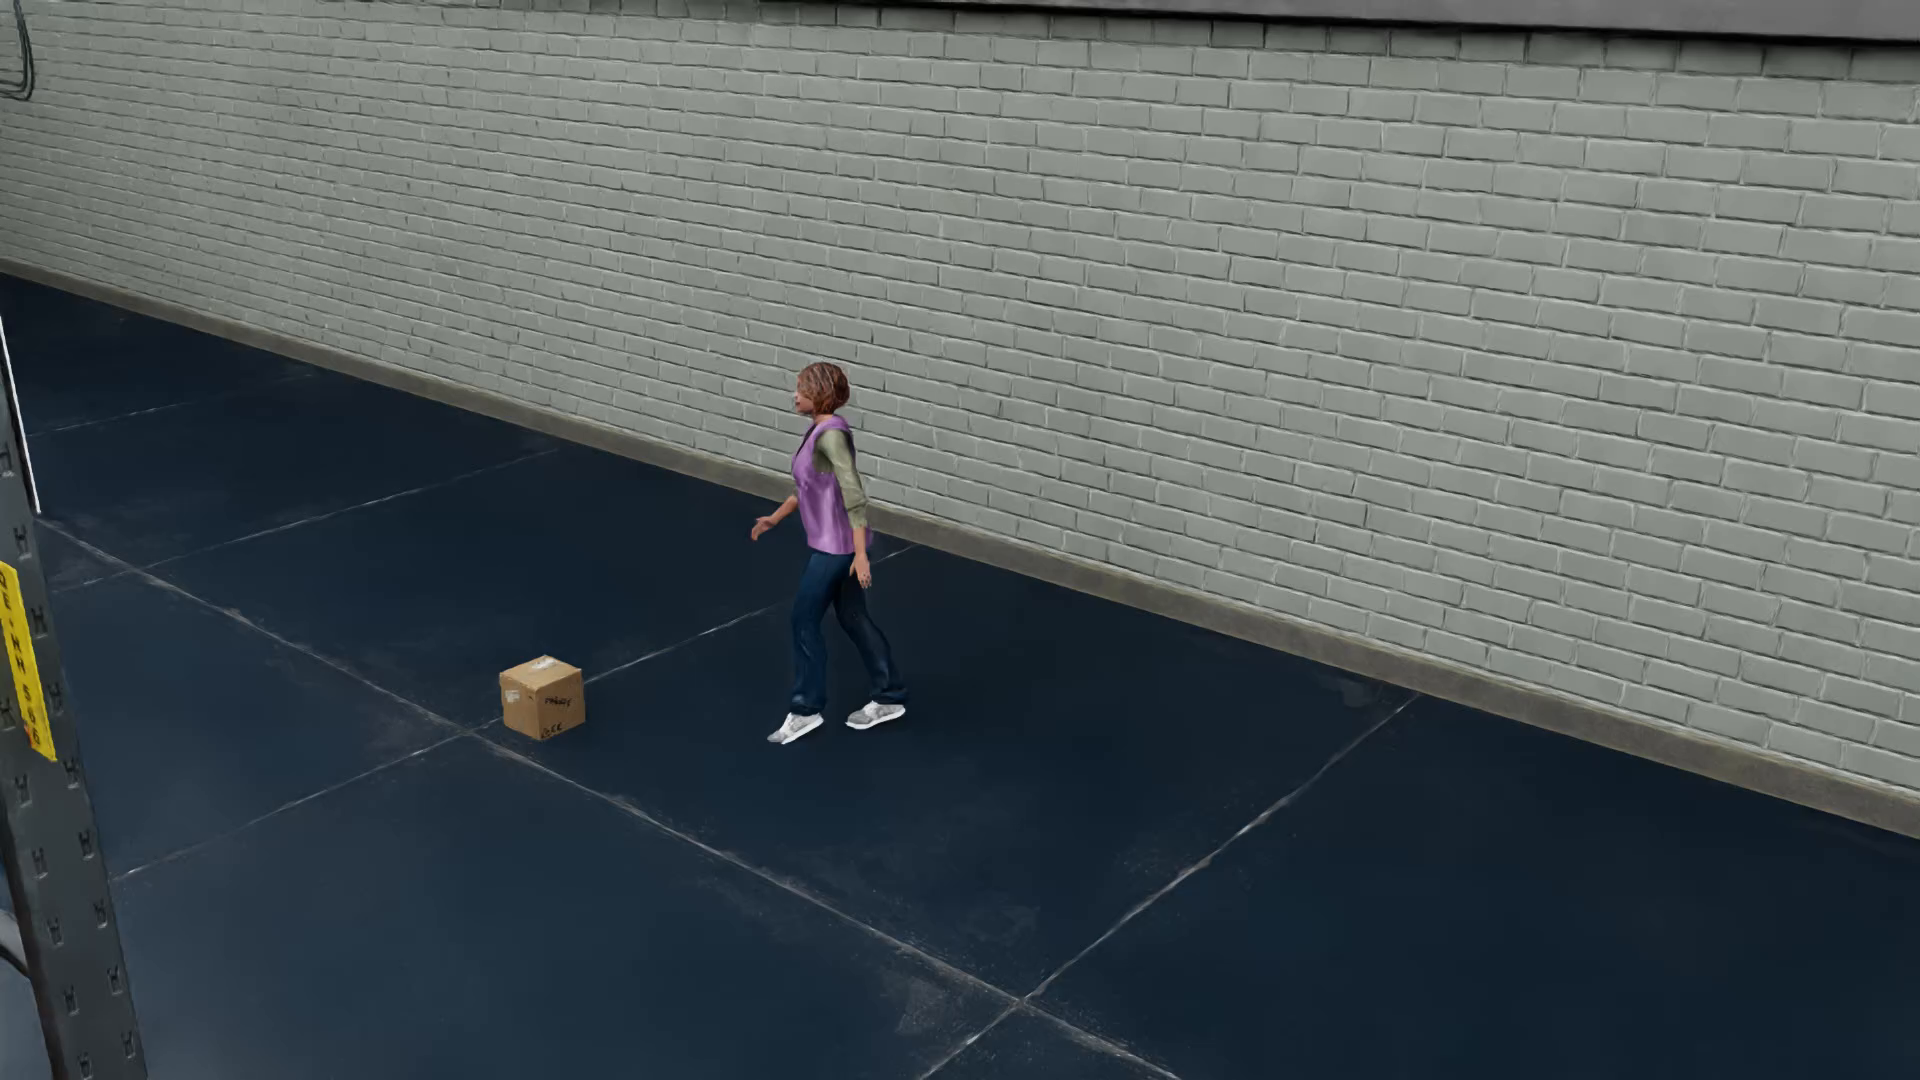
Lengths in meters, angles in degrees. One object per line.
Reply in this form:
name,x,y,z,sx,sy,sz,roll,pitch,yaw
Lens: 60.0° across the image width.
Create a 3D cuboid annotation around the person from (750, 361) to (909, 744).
person,-0.547,0.068,7.000,0.655,1.610,0.560,0,21,0
